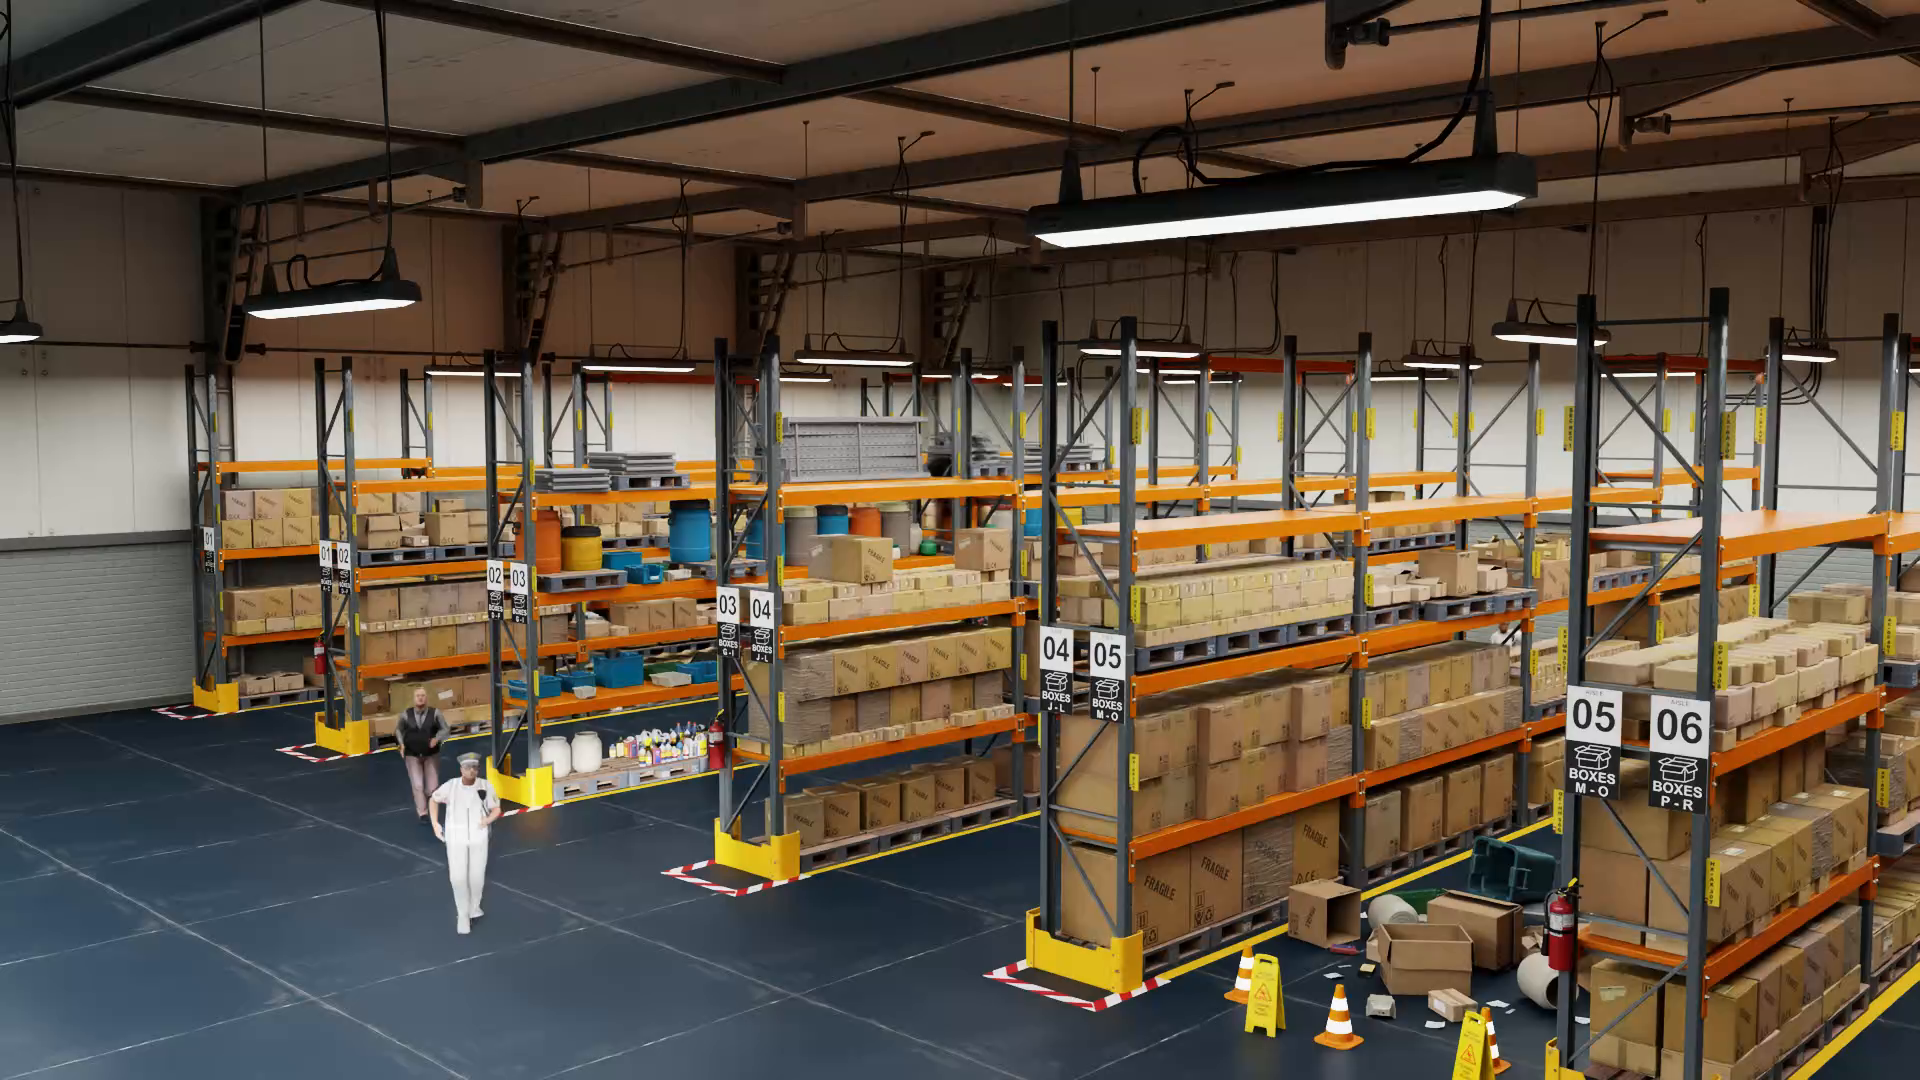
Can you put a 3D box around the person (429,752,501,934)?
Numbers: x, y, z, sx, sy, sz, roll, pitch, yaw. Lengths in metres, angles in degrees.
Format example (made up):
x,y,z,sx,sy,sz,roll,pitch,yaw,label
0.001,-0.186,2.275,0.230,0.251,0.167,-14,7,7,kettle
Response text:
x,y,z,sx,sy,sz,roll,pitch,yaw,label
-4.947,3.036,16.698,0.668,1.807,0.748,-2,5,-24,person

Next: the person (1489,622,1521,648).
x,y,z,sx,sy,sz,roll,pitch,yaw,label
9.461,2.153,28.770,0.611,1.677,0.829,3,5,33,person

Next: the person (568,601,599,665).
x,y,z,sx,sy,sz,roll,pitch,yaw,label
-7.037,1.926,31.190,0.598,1.743,0.779,3,5,34,person

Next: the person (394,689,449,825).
x,y,z,sx,sy,sz,roll,pitch,yaw,label
-6.802,2.712,21.024,0.658,1.687,0.716,-1,5,-16,person
